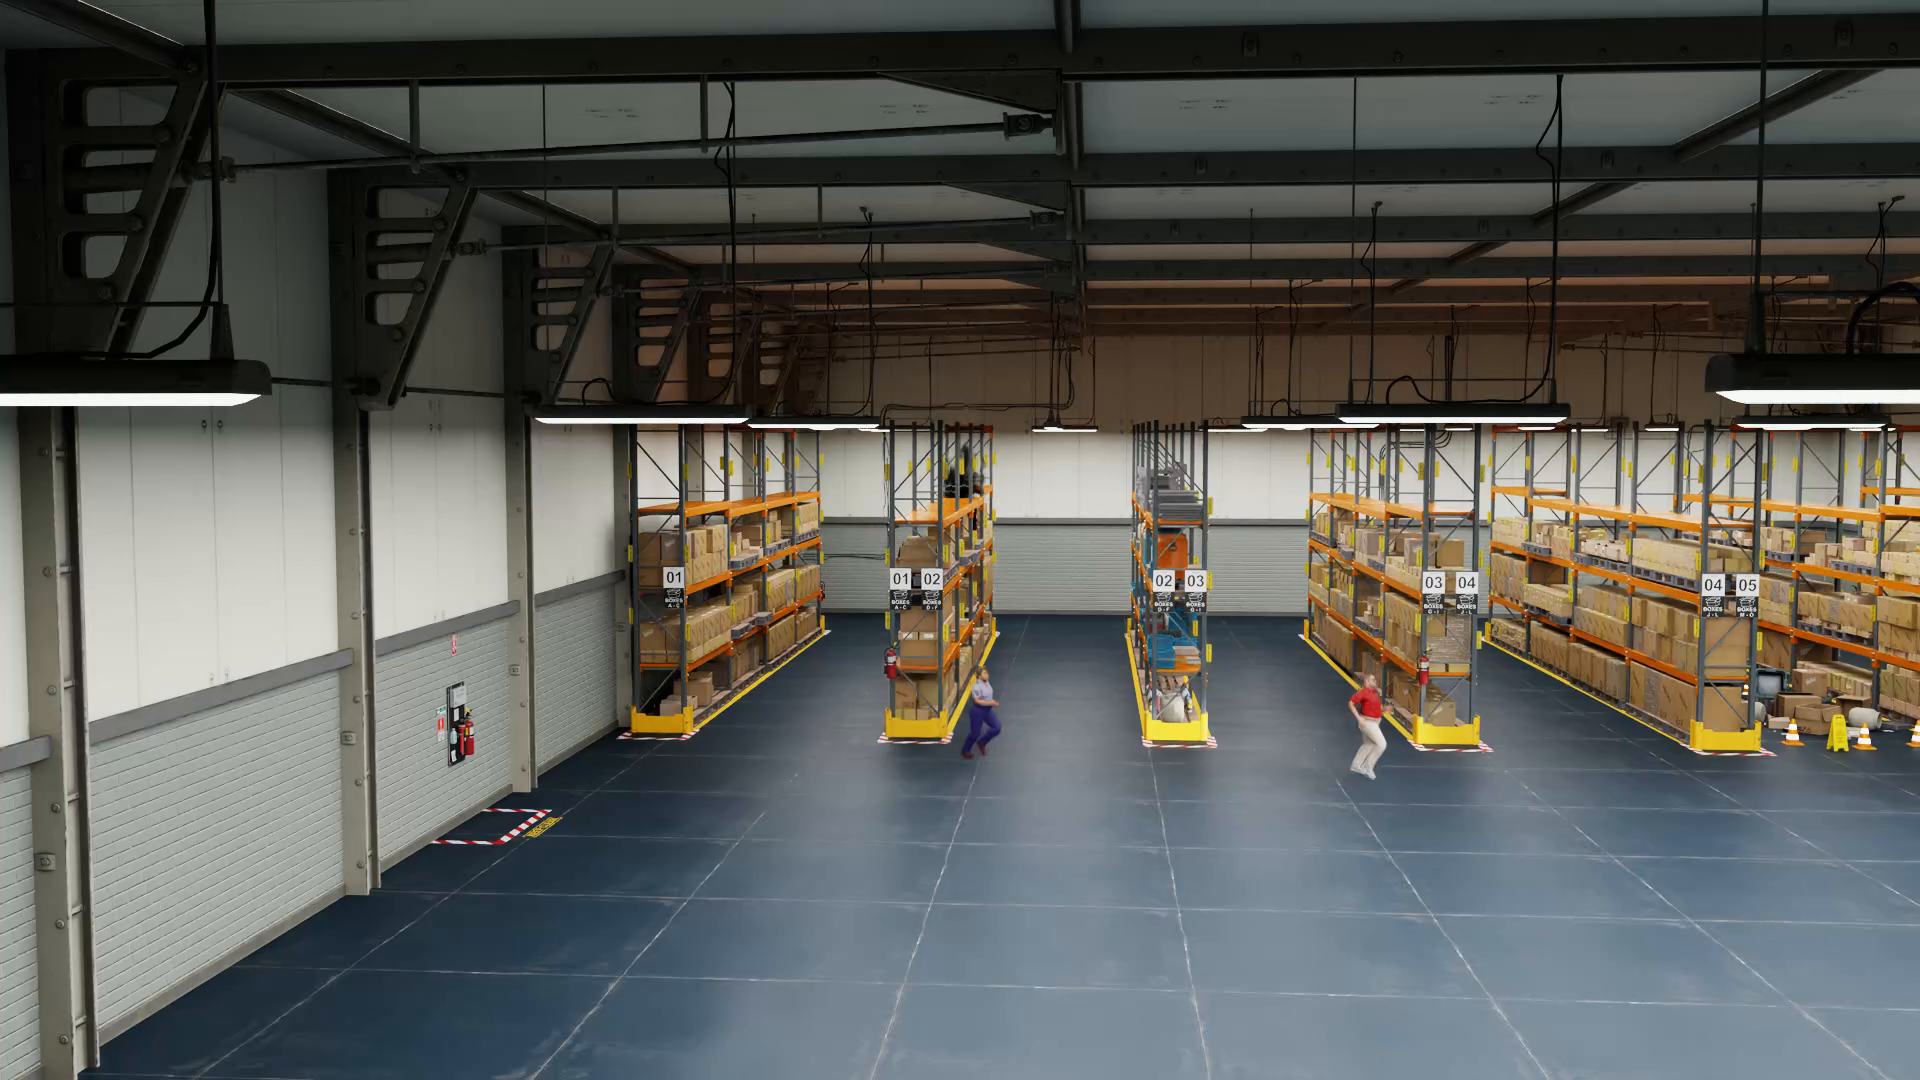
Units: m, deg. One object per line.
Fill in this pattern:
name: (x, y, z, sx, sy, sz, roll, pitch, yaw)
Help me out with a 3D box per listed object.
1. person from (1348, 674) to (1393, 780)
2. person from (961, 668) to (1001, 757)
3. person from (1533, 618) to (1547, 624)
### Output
person: (6.858, 3.116, 27.745, 0.726, 1.758, 0.633, 2, 4, 29)
person: (0.406, 3.058, 29.366, 0.785, 1.575, 0.623, 3, 4, 37)
person: (16.562, 1.879, 47.317, 0.721, 1.719, 0.625, 0, 4, 8)
